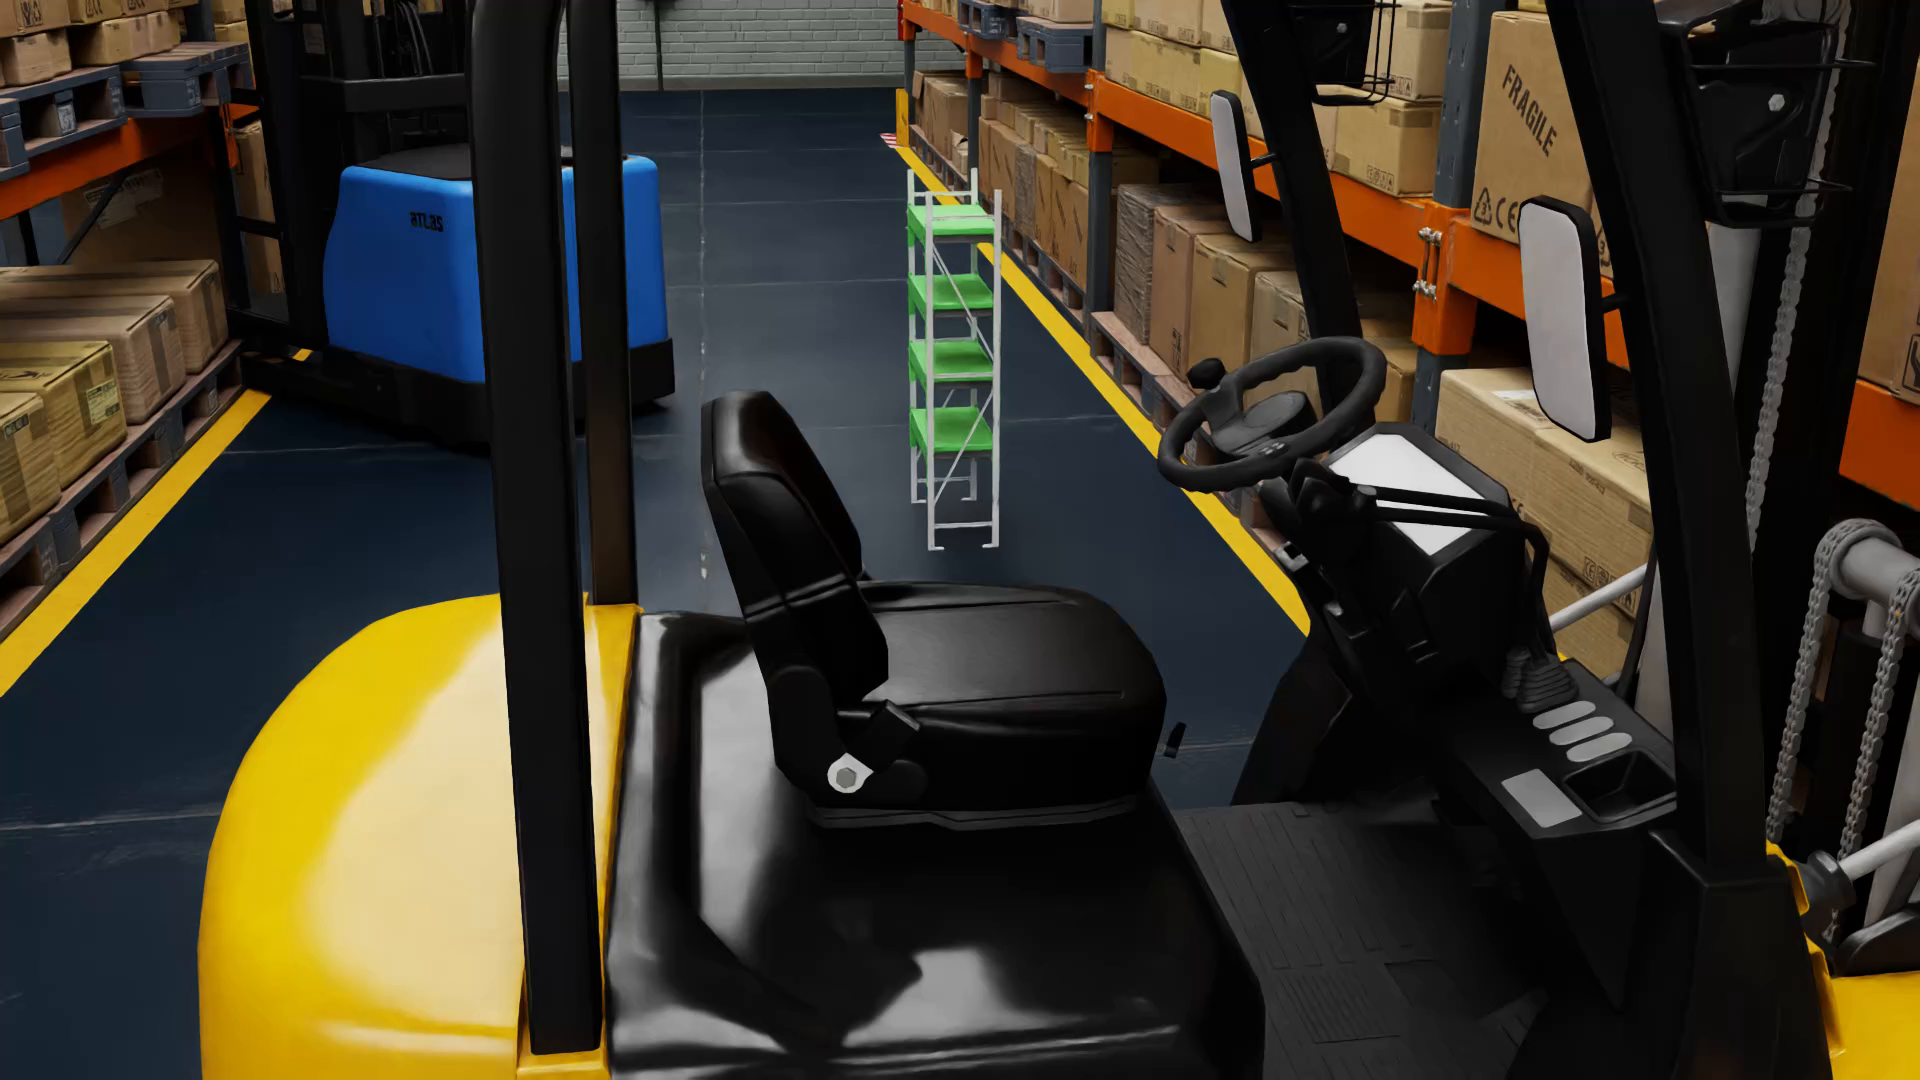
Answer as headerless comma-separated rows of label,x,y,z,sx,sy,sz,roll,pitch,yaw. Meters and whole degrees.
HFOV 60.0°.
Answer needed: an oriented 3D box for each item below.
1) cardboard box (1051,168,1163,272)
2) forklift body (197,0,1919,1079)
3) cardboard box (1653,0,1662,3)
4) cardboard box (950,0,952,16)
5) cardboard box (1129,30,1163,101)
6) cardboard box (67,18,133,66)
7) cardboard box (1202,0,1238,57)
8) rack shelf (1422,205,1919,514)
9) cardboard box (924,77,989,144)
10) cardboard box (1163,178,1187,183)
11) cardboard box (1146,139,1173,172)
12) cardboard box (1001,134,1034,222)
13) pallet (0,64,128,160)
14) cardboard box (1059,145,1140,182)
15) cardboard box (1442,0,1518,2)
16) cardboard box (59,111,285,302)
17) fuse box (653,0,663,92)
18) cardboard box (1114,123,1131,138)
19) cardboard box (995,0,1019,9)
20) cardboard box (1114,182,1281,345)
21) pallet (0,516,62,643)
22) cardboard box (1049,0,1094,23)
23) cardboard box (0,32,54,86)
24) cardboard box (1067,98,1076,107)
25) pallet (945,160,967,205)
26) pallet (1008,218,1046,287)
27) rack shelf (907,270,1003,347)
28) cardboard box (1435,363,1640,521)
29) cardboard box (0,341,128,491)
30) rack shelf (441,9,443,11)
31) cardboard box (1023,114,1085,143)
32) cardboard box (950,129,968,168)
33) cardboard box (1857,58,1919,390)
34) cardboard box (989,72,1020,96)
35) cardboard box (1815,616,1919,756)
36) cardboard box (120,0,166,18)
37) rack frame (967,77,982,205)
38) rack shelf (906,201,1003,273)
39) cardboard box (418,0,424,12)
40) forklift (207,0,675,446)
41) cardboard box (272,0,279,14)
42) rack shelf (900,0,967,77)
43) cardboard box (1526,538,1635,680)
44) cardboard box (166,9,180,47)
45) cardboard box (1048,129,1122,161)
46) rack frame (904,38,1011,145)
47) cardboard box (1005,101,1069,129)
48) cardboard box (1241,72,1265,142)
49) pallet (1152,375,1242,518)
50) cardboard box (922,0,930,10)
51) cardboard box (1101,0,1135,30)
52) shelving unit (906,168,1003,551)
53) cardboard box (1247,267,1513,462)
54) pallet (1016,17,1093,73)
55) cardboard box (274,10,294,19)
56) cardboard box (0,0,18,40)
cardboard box,0.798,-1.756,9.104,0.500,0.500,0.500,-3,21,-9
forklift body,0.208,0.182,2.156,2.313,2.155,1.214,-3,21,-8
cardboard box,1.600,-1.085,3.264,0.380,0.149,0.250,-3,21,-8
cardboard box,0.130,-4.056,12.648,0.380,0.149,0.250,-2,21,-6
cardboard box,1.023,-2.011,7.027,0.500,0.250,0.500,-3,21,-9
cardboard box,-3.225,-1.791,5.982,0.380,0.149,0.250,-3,21,-7
cardboard box,1.183,-1.888,5.984,0.500,0.250,0.500,-3,21,-7
rack shelf,1.999,-0.007,2.475,1.077,0.370,4.000,-3,21,-8
cardboard box,0.060,-3.702,14.314,0.700,0.500,0.500,-2,21,-6
cardboard box,1.350,-1.607,8.704,0.500,0.500,0.500,-2,21,-6
cardboard box,1.240,-2.123,9.157,0.380,0.149,0.250,-3,21,-7
cardboard box,0.558,-2.296,10.549,0.500,0.500,0.500,-4,21,-9
pallet,-3.452,-1.396,5.442,1.003,0.211,1.213,-3,21,-8
cardboard box,0.742,-2.002,8.835,0.380,0.149,0.250,-4,21,-11
cardboard box,1.441,-1.494,4.359,0.380,0.149,0.250,-2,21,-6
cardboard box,-3.795,-1.614,8.188,0.875,0.875,0.875,-3,21,-8
fuse box,-3.667,-6.342,20.252,0.539,1.711,0.414,-3,21,-8
cardboard box,1.128,-2.392,9.879,0.380,0.149,0.250,-3,21,-7
cardboard box,0.593,-3.420,9.842,0.700,0.500,0.500,-3,21,-8
cardboard box,1.210,-1.289,7.674,0.875,0.625,0.625,-2,21,-6
pallet,-3.315,0.252,4.739,1.003,0.211,1.213,-3,21,-8
cardboard box,0.659,-2.708,8.439,0.380,0.149,0.250,-3,21,-7
cardboard box,-3.128,-1.524,5.267,0.380,0.149,0.250,-2,21,-6
cardboard box,0.939,-2.932,11.325,0.380,0.149,0.250,-3,21,-8
pallet,0.459,-2.738,12.744,1.003,0.211,1.213,-3,21,-8
pallet,0.891,-1.797,10.225,1.003,0.211,1.213,-3,21,-8
rack shelf,-0.024,-0.784,5.598,0.258,0.148,0.480,-3,21,-8
cardboard box,1.470,-0.230,3.945,0.500,0.250,0.500,-3,21,-9
cardboard box,-3.488,-0.421,5.712,0.950,0.372,0.625,-2,21,-6
rack shelf,-4.643,-3.910,12.926,1.077,0.370,4.000,-3,21,-8
cardboard box,0.596,-2.549,10.300,0.380,0.149,0.250,-2,21,-6
cardboard box,0.135,-3.024,12.832,0.396,0.266,0.258,-2,21,-6
cardboard box,1.681,-0.562,2.790,0.500,0.500,0.500,-3,21,-8
cardboard box,0.405,-3.141,11.458,0.380,0.149,0.250,-3,21,-9
cardboard box,1.684,0.301,2.523,0.500,0.250,0.500,-3,21,-9
cardboard box,-3.352,-2.231,6.233,0.500,0.500,0.500,-3,21,-9
rack frame,0.557,-3.806,11.620,1.000,3.000,0.127,-3,21,-8
rack shelf,-0.024,-1.009,5.514,0.258,0.148,0.480,-3,21,-8
cardboard box,-4.297,-4.124,12.328,0.500,0.500,0.500,-3,21,-7
forklift,-2.699,-2.152,7.290,3.031,2.935,1.130,16,26,37
cardboard box,-3.680,-2.700,8.159,0.500,0.250,0.500,-2,21,-6
rack shelf,0.269,-4.162,13.600,1.077,0.370,4.000,-3,21,-8
cardboard box,1.549,0.178,3.567,0.500,0.250,0.500,-3,21,-8
cardboard box,-3.387,-2.058,6.697,0.380,0.149,0.250,-3,21,-7
cardboard box,0.718,-2.275,9.567,0.380,0.149,0.250,-3,21,-9
rack frame,-0.020,-5.191,15.328,1.000,3.000,0.127,-3,21,-8
cardboard box,0.510,-2.818,11.019,0.380,0.149,0.250,-4,21,-11
cardboard box,1.260,-1.475,5.591,0.500,0.250,0.500,-3,21,-7
pallet,1.386,-0.406,6.503,1.003,0.211,1.213,-3,21,-8
cardboard box,-0.107,-4.497,13.829,0.380,0.149,0.250,-4,21,-9
cardboard box,0.931,-2.418,7.403,0.500,0.250,0.500,-3,21,-8
shelving unit,-0.024,-0.619,5.660,0.258,1.200,0.503,-3,21,-8
cardboard box,1.520,-0.570,5.748,0.875,0.625,0.625,-3,21,-8
pallet,0.967,-2.562,8.564,1.213,0.211,1.003,-3,21,-8
cardboard box,-3.761,-2.640,8.713,0.500,0.250,0.500,-2,21,-6
cardboard box,-3.115,-1.690,4.785,0.500,0.500,0.500,-3,21,-8
